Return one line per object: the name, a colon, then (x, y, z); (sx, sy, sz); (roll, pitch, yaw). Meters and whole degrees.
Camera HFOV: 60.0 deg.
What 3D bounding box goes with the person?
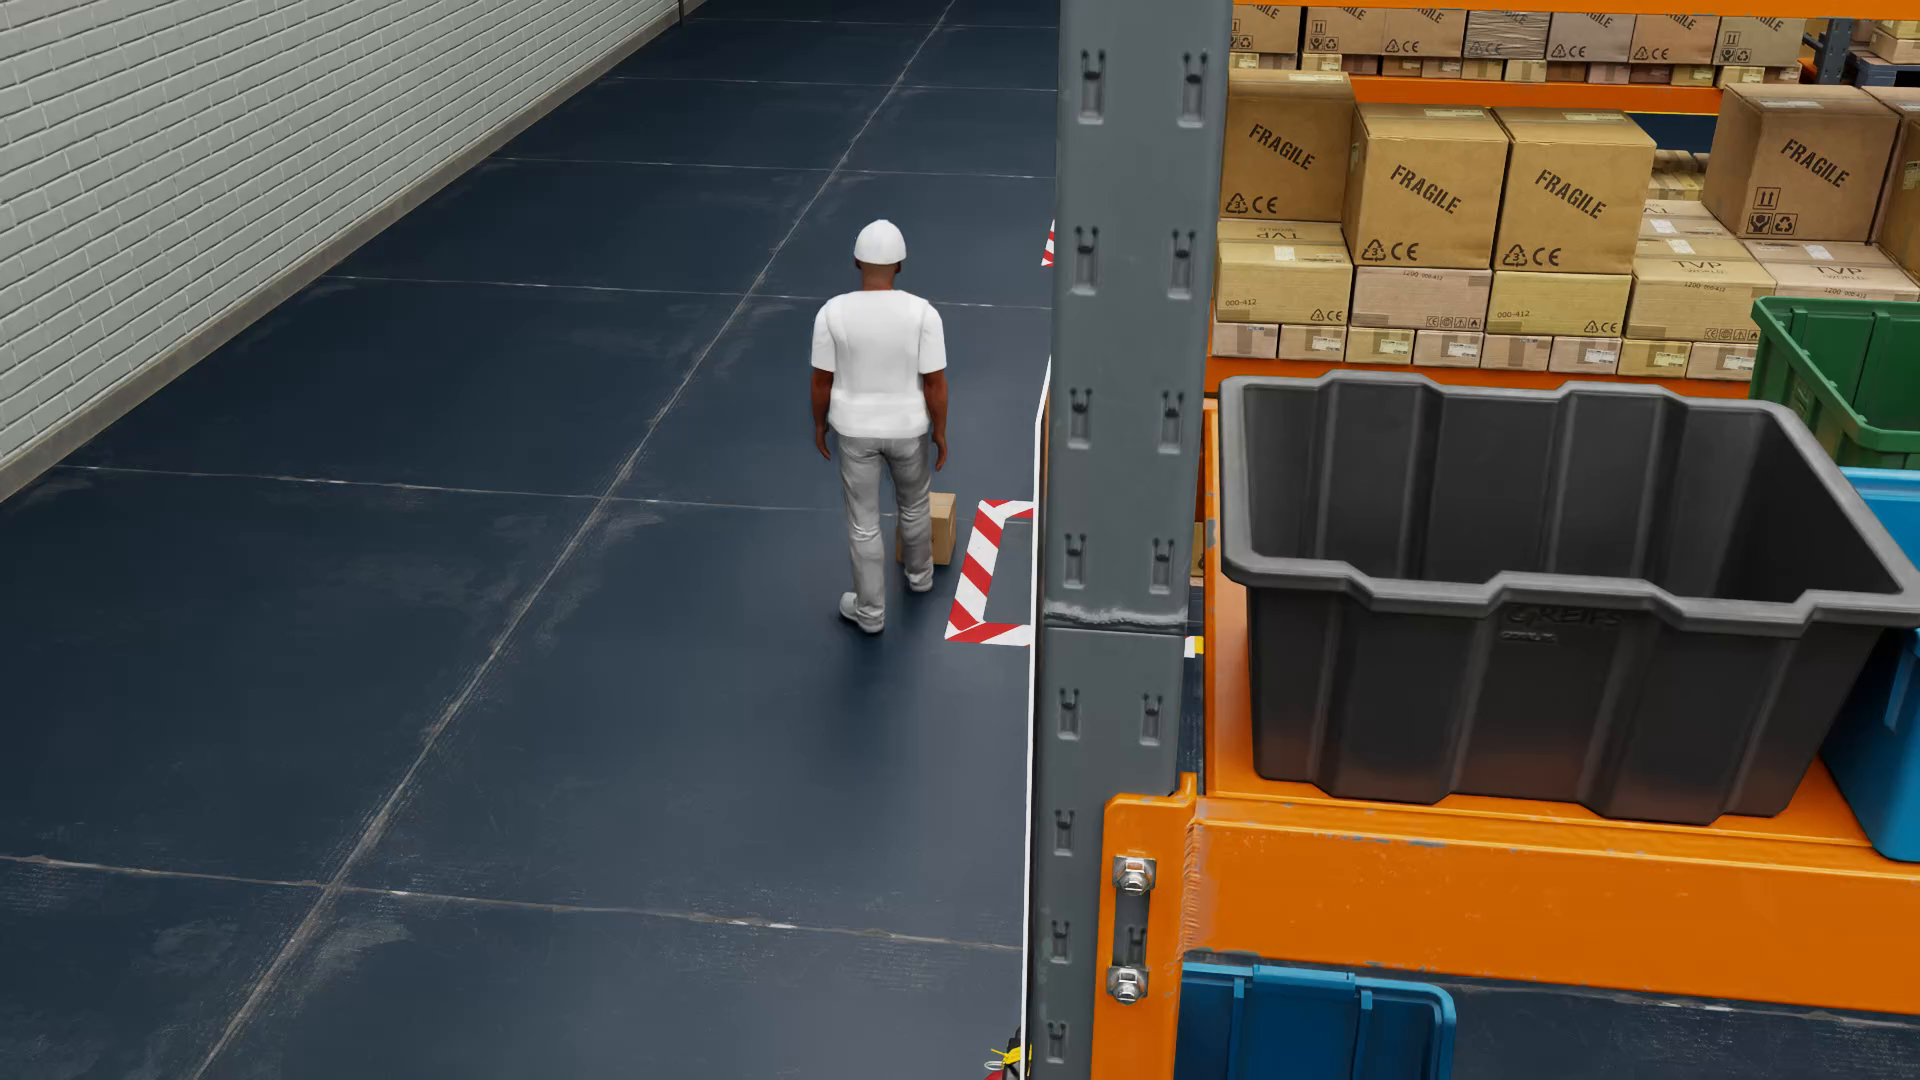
person: (-0.343, -0.514, 7.046); (0.565, 1.760, 0.676); (-3, 28, -5)
